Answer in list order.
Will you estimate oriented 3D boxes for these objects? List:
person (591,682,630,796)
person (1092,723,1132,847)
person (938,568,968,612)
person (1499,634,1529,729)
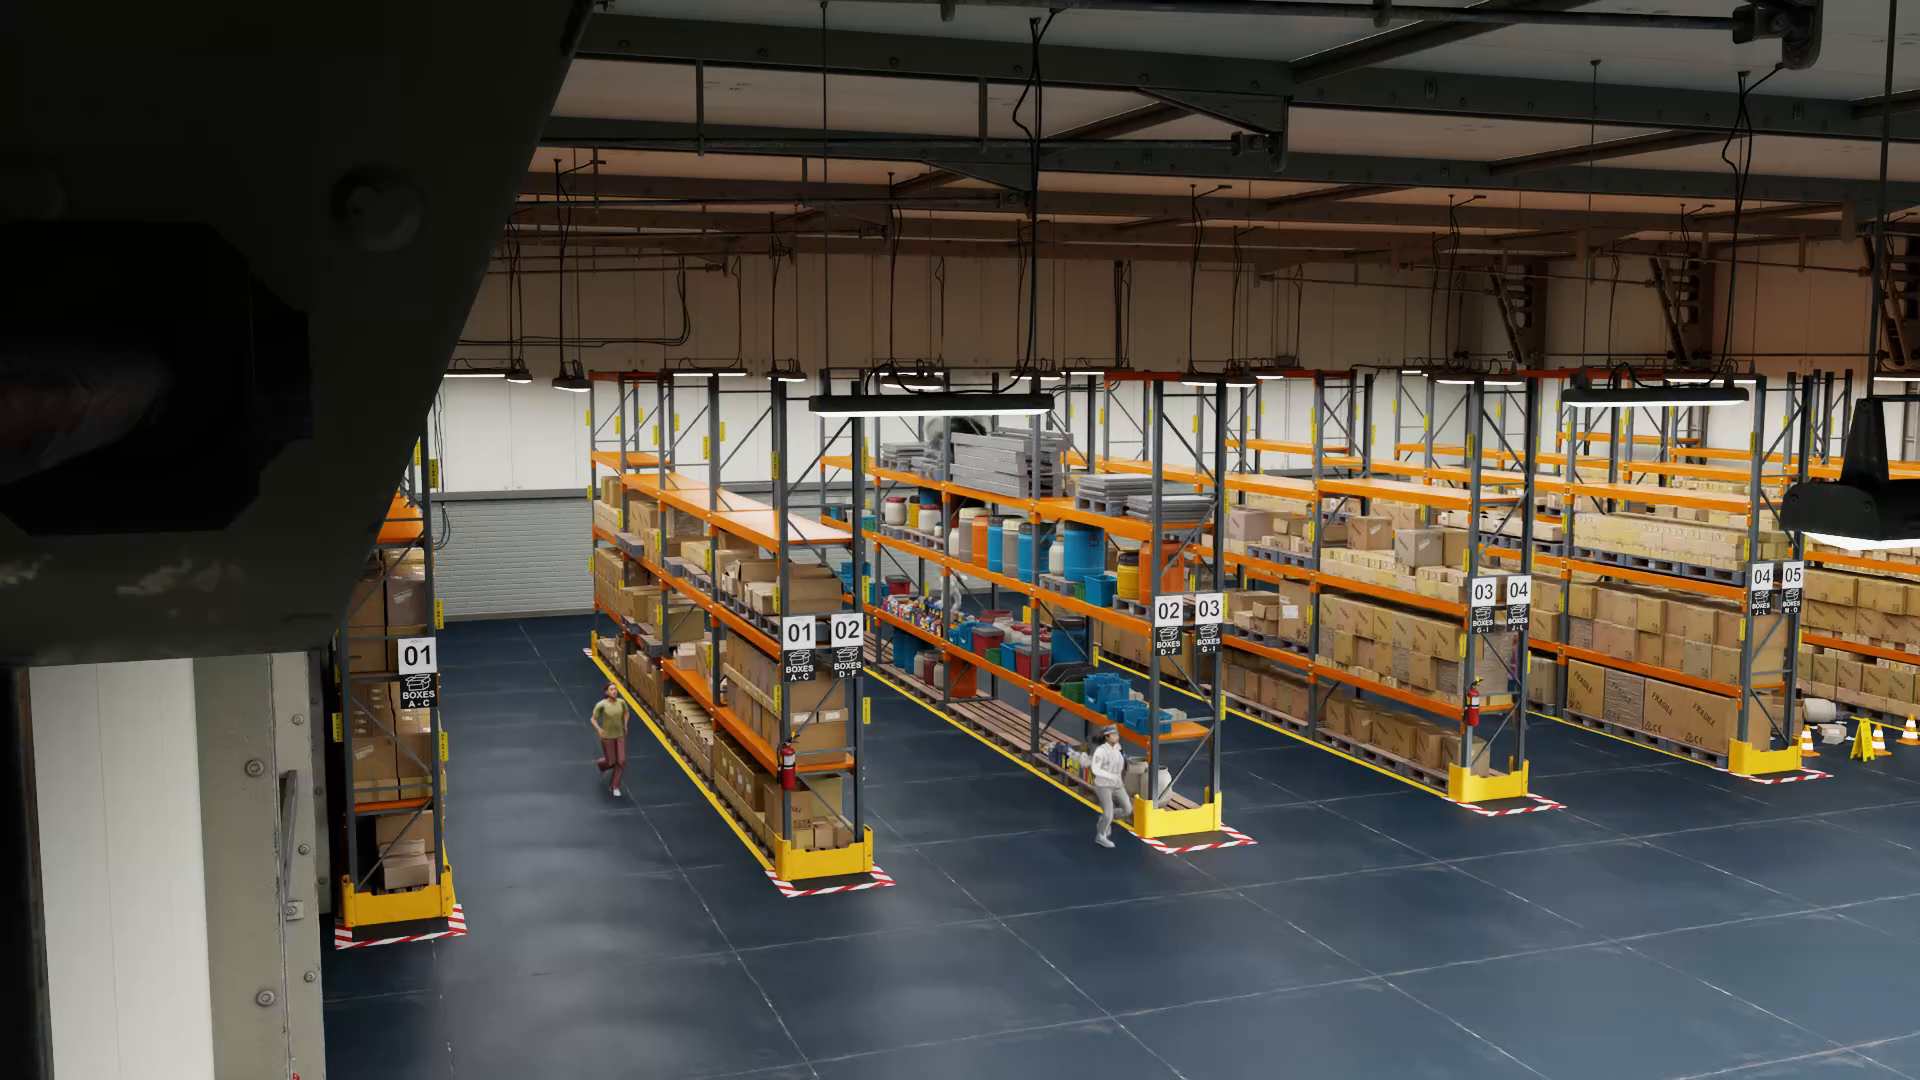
[{"bbox_3d":[-5.051,2.852,24.110,0.589,1.640,0.624,-4,8,-32],"label":"person"},{"bbox_3d":[1.947,3.144,21.312,0.608,1.638,0.561,-6,9,-42],"label":"person"},{"bbox_3d":[-0.293,1.144,39.203,1.048,1.732,0.706,-2,7,-20],"label":"person"},{"bbox_3d":[9.494,2.383,28.507,0.553,1.626,0.860,-3,7,-22],"label":"person"}]
